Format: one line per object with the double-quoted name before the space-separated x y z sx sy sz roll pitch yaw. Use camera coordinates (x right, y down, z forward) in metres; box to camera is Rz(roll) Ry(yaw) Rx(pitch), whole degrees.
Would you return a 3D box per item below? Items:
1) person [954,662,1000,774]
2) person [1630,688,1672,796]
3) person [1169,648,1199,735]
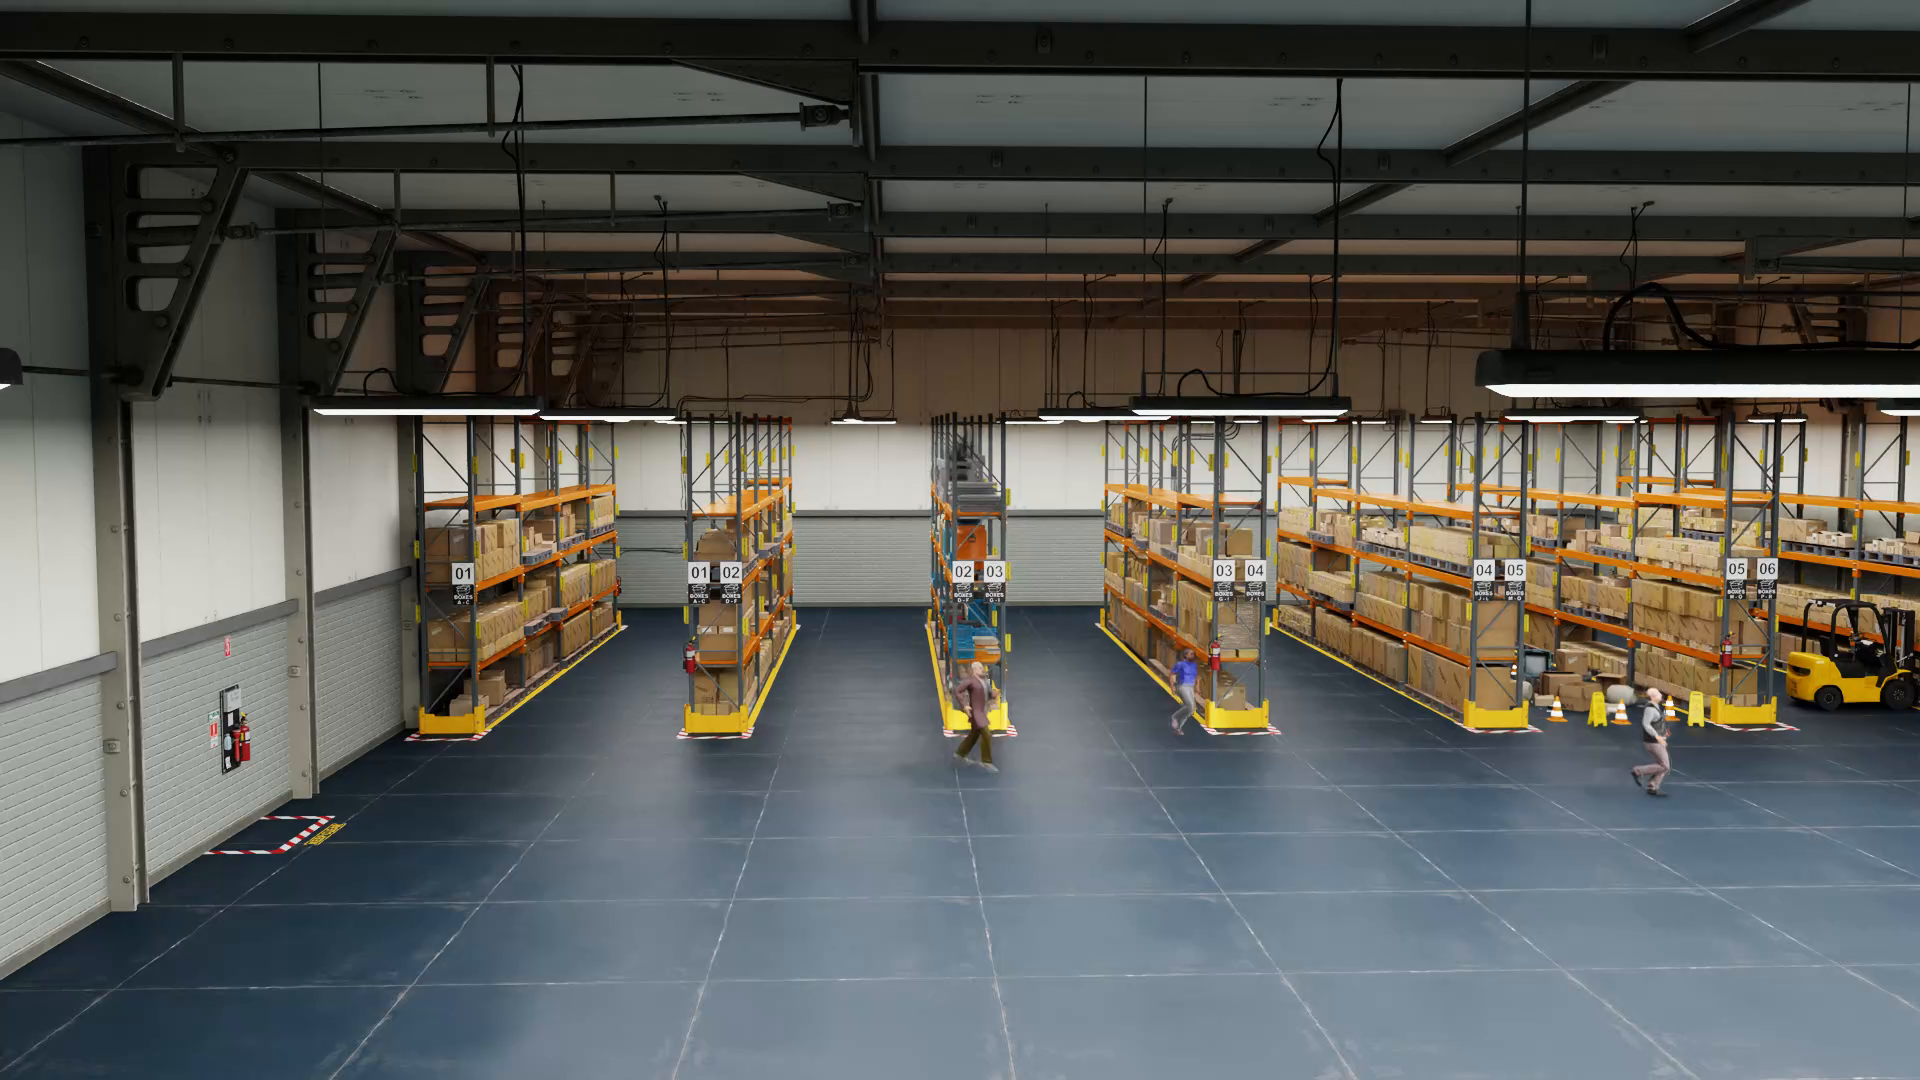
"person" 0.278 2.938 27.711 0.898 1.836 0.680 2 4 24
"person" 10.742 3.132 25.829 0.586 1.679 0.659 2 4 23
"person" 4.258 2.822 30.992 0.597 1.582 0.515 -3 5 -35
